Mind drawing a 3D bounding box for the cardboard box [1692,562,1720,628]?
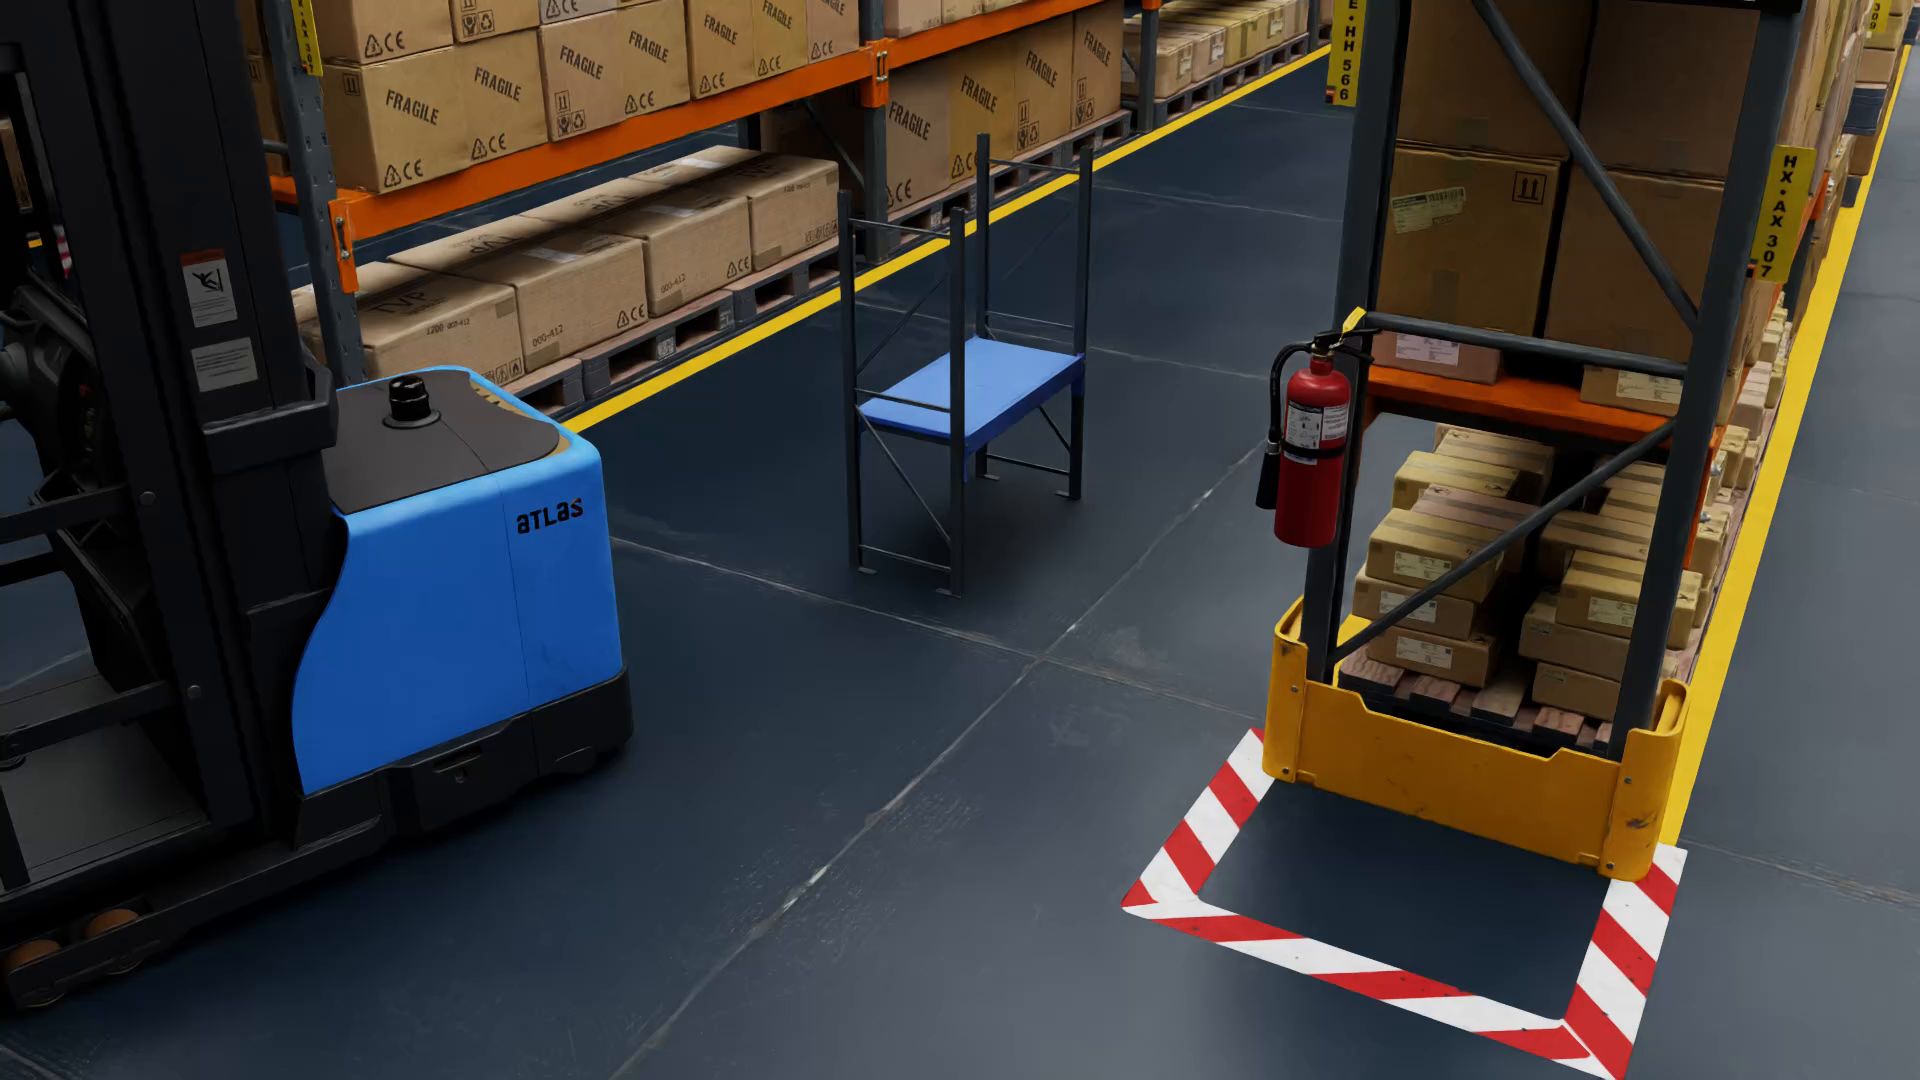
[{"bbox_3d":[2.425,0.147,5.821,0.380,0.149,0.250,15,30,27],"label":"cardboard box"}]

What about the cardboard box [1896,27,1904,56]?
[{"bbox_3d":[4.313,-2.405,8.015,0.380,0.149,0.250,14,30,26],"label":"cardboard box"}]

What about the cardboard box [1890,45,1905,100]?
[{"bbox_3d":[7.170,-4.109,13.652,1.050,0.750,0.750,14,30,26],"label":"cardboard box"}]

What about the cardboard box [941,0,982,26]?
[{"bbox_3d":[-0.198,-3.370,10.300,0.500,0.250,0.500,13,30,25],"label":"cardboard box"}]

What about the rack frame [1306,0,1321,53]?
[{"bbox_3d":[3.038,-6.240,15.864,1.000,3.000,0.127,14,30,26],"label":"rack frame"}]

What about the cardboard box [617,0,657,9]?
[{"bbox_3d":[-1.642,-2.779,7.722,0.500,0.500,0.500,14,30,26],"label":"cardboard box"}]

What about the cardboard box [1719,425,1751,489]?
[{"bbox_3d":[2.678,-0.338,6.126,0.380,0.149,0.250,15,30,27],"label":"cardboard box"}]

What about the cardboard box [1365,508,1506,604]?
[{"bbox_3d":[1.534,0.046,5.358,0.380,0.149,0.250,15,30,27],"label":"cardboard box"}]

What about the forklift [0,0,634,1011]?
[{"bbox_3d":[-2.502,-0.364,4.202,3.031,2.935,1.130,-21,33,-35],"label":"forklift"}]

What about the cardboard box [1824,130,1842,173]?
[{"bbox_3d":[3.493,-1.672,7.020,0.380,0.149,0.250,13,30,25],"label":"cardboard box"}]

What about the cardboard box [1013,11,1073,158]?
[{"bbox_3d":[0.215,-3.321,11.938,0.875,0.875,0.875,15,30,27],"label":"cardboard box"}]

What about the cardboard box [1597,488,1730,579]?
[{"bbox_3d":[2.314,-0.025,5.500,0.380,0.149,0.250,14,30,26],"label":"cardboard box"}]

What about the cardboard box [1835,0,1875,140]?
[{"bbox_3d":[3.470,-1.998,6.947,0.500,0.500,0.500,14,30,26],"label":"cardboard box"}]

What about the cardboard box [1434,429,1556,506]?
[{"bbox_3d":[1.907,-0.255,5.959,0.380,0.149,0.250,13,29,24],"label":"cardboard box"}]

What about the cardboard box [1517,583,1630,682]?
[{"bbox_3d":[1.975,0.294,5.196,0.380,0.149,0.250,16,31,28],"label":"cardboard box"}]

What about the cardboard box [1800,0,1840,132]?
[{"bbox_3d":[2.188,-1.452,4.739,0.500,0.500,0.500,15,30,28],"label":"cardboard box"}]

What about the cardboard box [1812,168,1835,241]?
[{"bbox_3d":[4.055,-1.707,8.294,0.500,0.250,0.500,13,29,24],"label":"cardboard box"}]

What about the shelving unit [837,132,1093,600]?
[{"bbox_3d":[0.042,-0.704,6.481,0.538,1.500,1.048,14,30,26],"label":"shelving unit"}]

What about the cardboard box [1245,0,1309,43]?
[{"bbox_3d":[2.782,-5.048,15.949,0.950,0.372,0.625,15,30,27],"label":"cardboard box"}]

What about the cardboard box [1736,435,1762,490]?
[{"bbox_3d":[3.056,-0.353,6.820,0.380,0.149,0.250,14,30,26],"label":"cardboard box"}]

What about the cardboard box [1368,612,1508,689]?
[{"bbox_3d":[1.571,0.323,5.469,0.380,0.149,0.250,15,30,27],"label":"cardboard box"}]

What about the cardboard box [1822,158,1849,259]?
[{"bbox_3d":[4.829,-1.975,9.668,0.500,0.500,0.500,13,29,24],"label":"cardboard box"}]

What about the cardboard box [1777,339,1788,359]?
[{"bbox_3d":[3.461,-0.817,7.414,0.380,0.149,0.250,13,29,24],"label":"cardboard box"}]

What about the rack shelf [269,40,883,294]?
[{"bbox_3d":[-1.882,-2.021,8.240,1.077,0.370,4.000,14,30,26],"label":"rack shelf"}]

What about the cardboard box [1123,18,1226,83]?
[{"bbox_3d":[1.713,-4.201,14.258,0.950,0.372,0.625,14,30,25],"label":"cardboard box"}]

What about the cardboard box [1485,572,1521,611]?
[{"bbox_3d":[1.680,0.083,5.617,0.380,0.149,0.250,13,30,25],"label":"cardboard box"}]

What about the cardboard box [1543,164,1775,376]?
[{"bbox_3d":[1.955,-0.804,4.562,0.500,0.500,0.500,16,31,28],"label":"cardboard box"}]

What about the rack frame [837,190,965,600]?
[{"bbox_3d":[-0.208,-0.506,6.085,0.500,1.500,0.032,14,30,26],"label":"rack frame"}]

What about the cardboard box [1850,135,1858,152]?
[{"bbox_3d":[5.082,-2.512,9.903,0.500,0.250,0.500,15,30,27],"label":"cardboard box"}]

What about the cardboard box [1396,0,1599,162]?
[{"bbox_3d":[1.502,-1.371,4.576,0.500,0.500,0.500,14,30,25],"label":"cardboard box"}]

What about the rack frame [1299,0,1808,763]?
[{"bbox_3d":[1.494,-0.513,4.423,1.000,3.000,0.127,14,30,26],"label":"rack frame"}]

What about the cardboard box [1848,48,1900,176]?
[{"bbox_3d":[5.807,-3.030,11.495,1.050,0.750,0.750,14,30,25],"label":"cardboard box"}]

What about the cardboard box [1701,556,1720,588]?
[{"bbox_3d":[2.423,0.009,5.765,0.380,0.149,0.250,15,30,28],"label":"cardboard box"}]

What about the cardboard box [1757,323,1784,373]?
[{"bbox_3d":[3.306,-0.848,7.143,0.380,0.149,0.250,14,30,26],"label":"cardboard box"}]

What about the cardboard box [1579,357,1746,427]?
[{"bbox_3d":[1.939,-0.454,4.587,0.380,0.149,0.250,14,30,26],"label":"cardboard box"}]

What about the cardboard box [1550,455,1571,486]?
[{"bbox_3d":[2.145,-0.330,6.443,0.380,0.149,0.250,16,31,29],"label":"cardboard box"}]

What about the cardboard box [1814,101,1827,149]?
[{"bbox_3d":[2.694,-1.407,5.765,0.500,0.500,0.500,13,30,25],"label":"cardboard box"}]

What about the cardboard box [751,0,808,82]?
[{"bbox_3d":[-1.152,-2.728,8.737,0.500,0.500,0.500,13,30,25],"label":"cardboard box"}]

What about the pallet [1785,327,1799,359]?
[{"bbox_3d":[3.843,-1.128,8.768,1.003,0.211,1.213,14,30,26],"label":"pallet"}]

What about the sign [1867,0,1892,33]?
[{"bbox_3d":[3.938,-2.342,7.111,0.100,0.325,0.005,14,30,26],"label":"sign"}]

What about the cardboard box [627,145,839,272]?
[{"bbox_3d":[-1.300,-1.943,9.674,0.875,0.438,0.875,14,30,25],"label":"cardboard box"}]

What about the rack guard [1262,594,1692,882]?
[{"bbox_3d":[1.531,0.576,5.042,1.175,0.500,0.348,14,30,26],"label":"rack guard"}]

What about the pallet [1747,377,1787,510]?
[{"bbox_3d":[3.162,-0.555,7.623,1.003,0.211,1.213,14,30,26],"label":"pallet"}]

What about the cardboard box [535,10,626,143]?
[{"bbox_3d":[-1.889,-2.129,7.541,0.500,0.500,0.500,14,30,26],"label":"cardboard box"}]

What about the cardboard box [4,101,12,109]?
[{"bbox_3d":[-5.840,-2.671,11.059,0.700,0.500,0.500,13,29,24],"label":"cardboard box"}]

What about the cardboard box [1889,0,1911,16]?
[{"bbox_3d":[4.056,-2.465,7.471,0.380,0.149,0.250,16,31,29],"label":"cardboard box"}]

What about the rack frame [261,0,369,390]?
[{"bbox_3d":[-2.866,-1.563,6.522,1.000,3.000,0.127,14,30,26],"label":"rack frame"}]

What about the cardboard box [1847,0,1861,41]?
[{"bbox_3d":[2.952,-2.055,5.942,0.500,0.500,0.500,15,30,27],"label":"cardboard box"}]

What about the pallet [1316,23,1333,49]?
[{"bbox_3d":[3.337,-5.262,17.027,1.003,0.211,1.213,14,30,26],"label":"pallet"}]

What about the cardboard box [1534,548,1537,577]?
[{"bbox_3d":[1.925,0.018,6.079,0.380,0.149,0.250,15,30,27],"label":"cardboard box"}]

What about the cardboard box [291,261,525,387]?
[{"bbox_3d":[-2.628,-0.885,7.559,0.875,0.438,0.875,13,29,24],"label":"cardboard box"}]

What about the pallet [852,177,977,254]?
[{"bbox_3d":[-0.584,-2.192,10.894,1.003,0.211,1.213,14,30,26],"label":"pallet"}]

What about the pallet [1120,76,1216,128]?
[{"bbox_3d":[1.456,-3.738,13.982,1.003,0.211,1.213,14,30,26],"label":"pallet"}]

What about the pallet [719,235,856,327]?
[{"bbox_3d":[-1.340,-1.596,9.703,1.003,0.211,1.213,14,30,26],"label":"pallet"}]

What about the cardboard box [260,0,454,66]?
[{"bbox_3d":[-2.381,-2.179,6.524,0.500,0.500,0.500,13,30,25],"label":"cardboard box"}]

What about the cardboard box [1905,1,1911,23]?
[{"bbox_3d":[4.436,-2.636,8.144,0.380,0.149,0.250,13,29,24],"label":"cardboard box"}]
